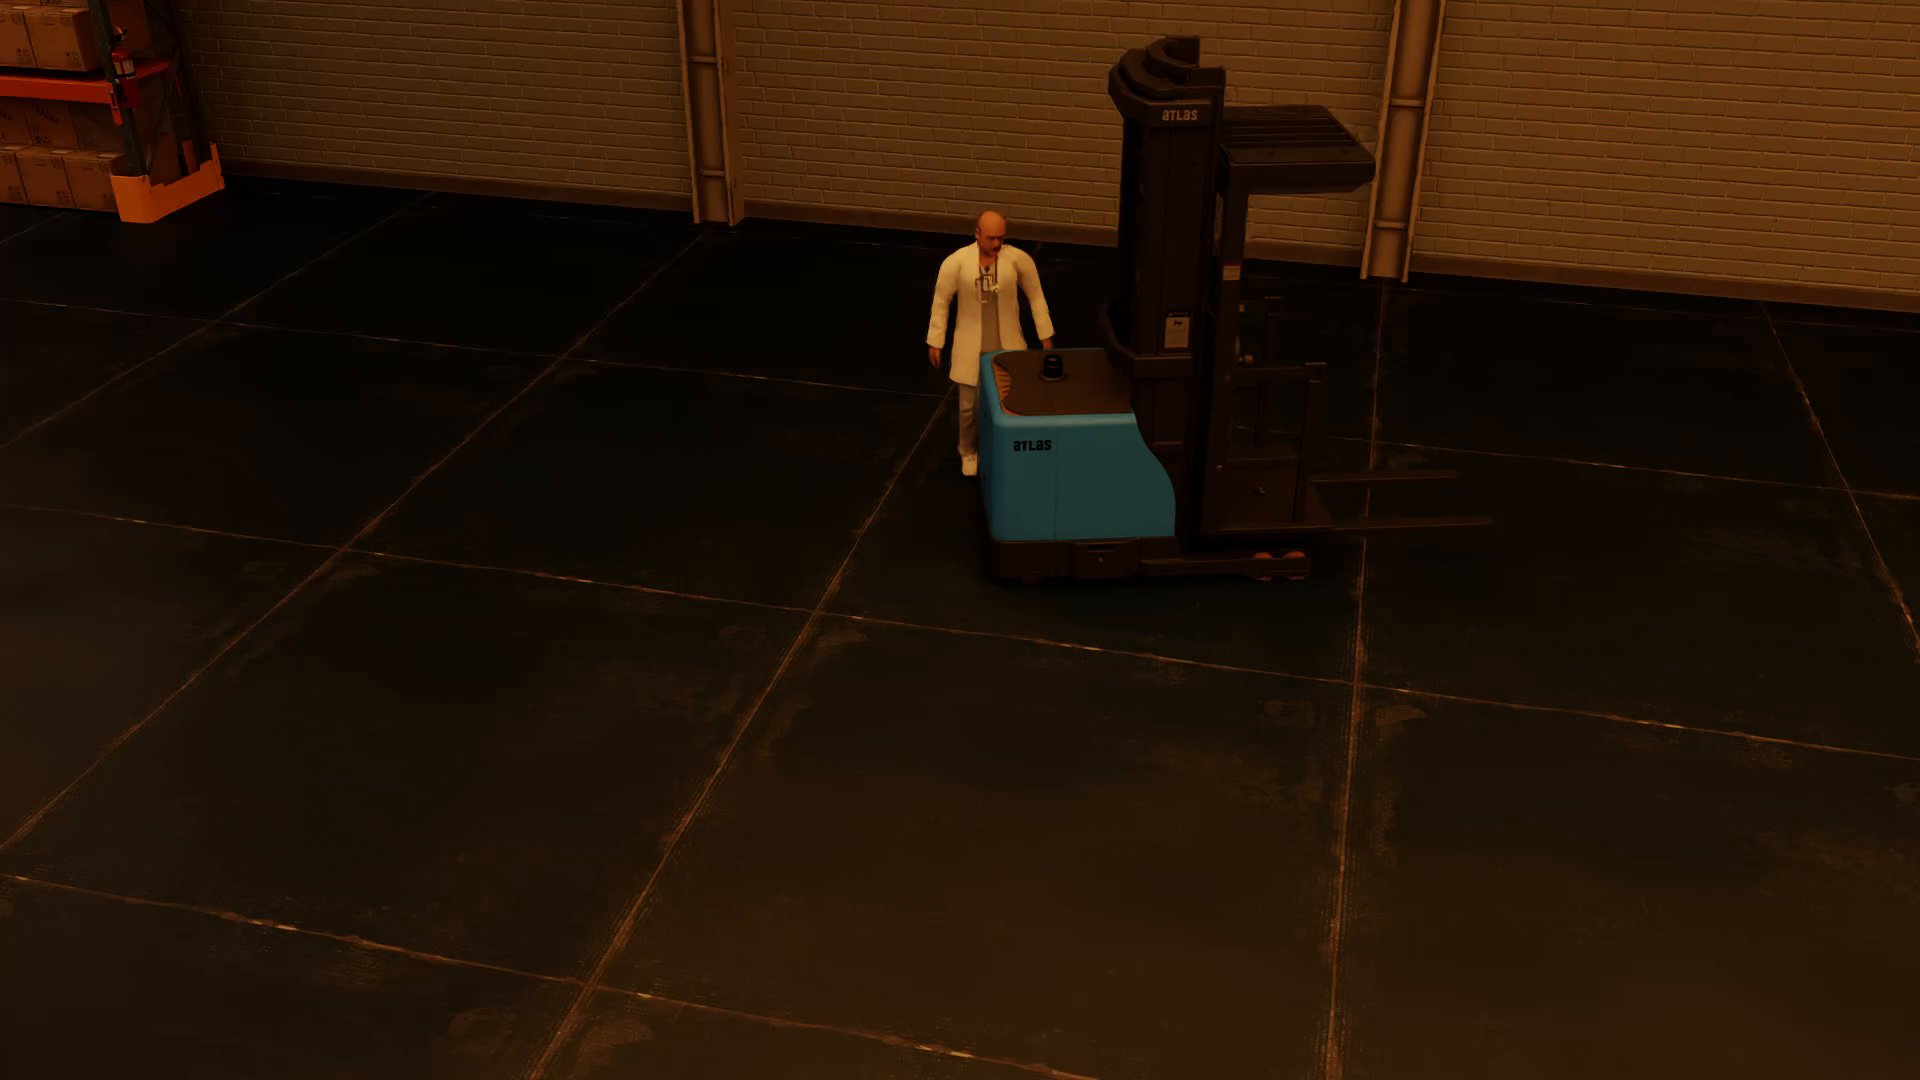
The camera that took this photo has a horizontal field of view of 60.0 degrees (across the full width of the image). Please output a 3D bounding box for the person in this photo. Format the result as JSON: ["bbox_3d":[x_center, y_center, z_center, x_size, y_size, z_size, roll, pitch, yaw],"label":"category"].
[{"bbox_3d":[0.200,-1.248,10.569,0.824,1.754,0.392,-3,30,-5],"label":"person"}]

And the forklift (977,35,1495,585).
[{"bbox_3d":[1.646,-1.294,9.454,3.031,2.935,1.130,-2,30,-4],"label":"forklift"}]
